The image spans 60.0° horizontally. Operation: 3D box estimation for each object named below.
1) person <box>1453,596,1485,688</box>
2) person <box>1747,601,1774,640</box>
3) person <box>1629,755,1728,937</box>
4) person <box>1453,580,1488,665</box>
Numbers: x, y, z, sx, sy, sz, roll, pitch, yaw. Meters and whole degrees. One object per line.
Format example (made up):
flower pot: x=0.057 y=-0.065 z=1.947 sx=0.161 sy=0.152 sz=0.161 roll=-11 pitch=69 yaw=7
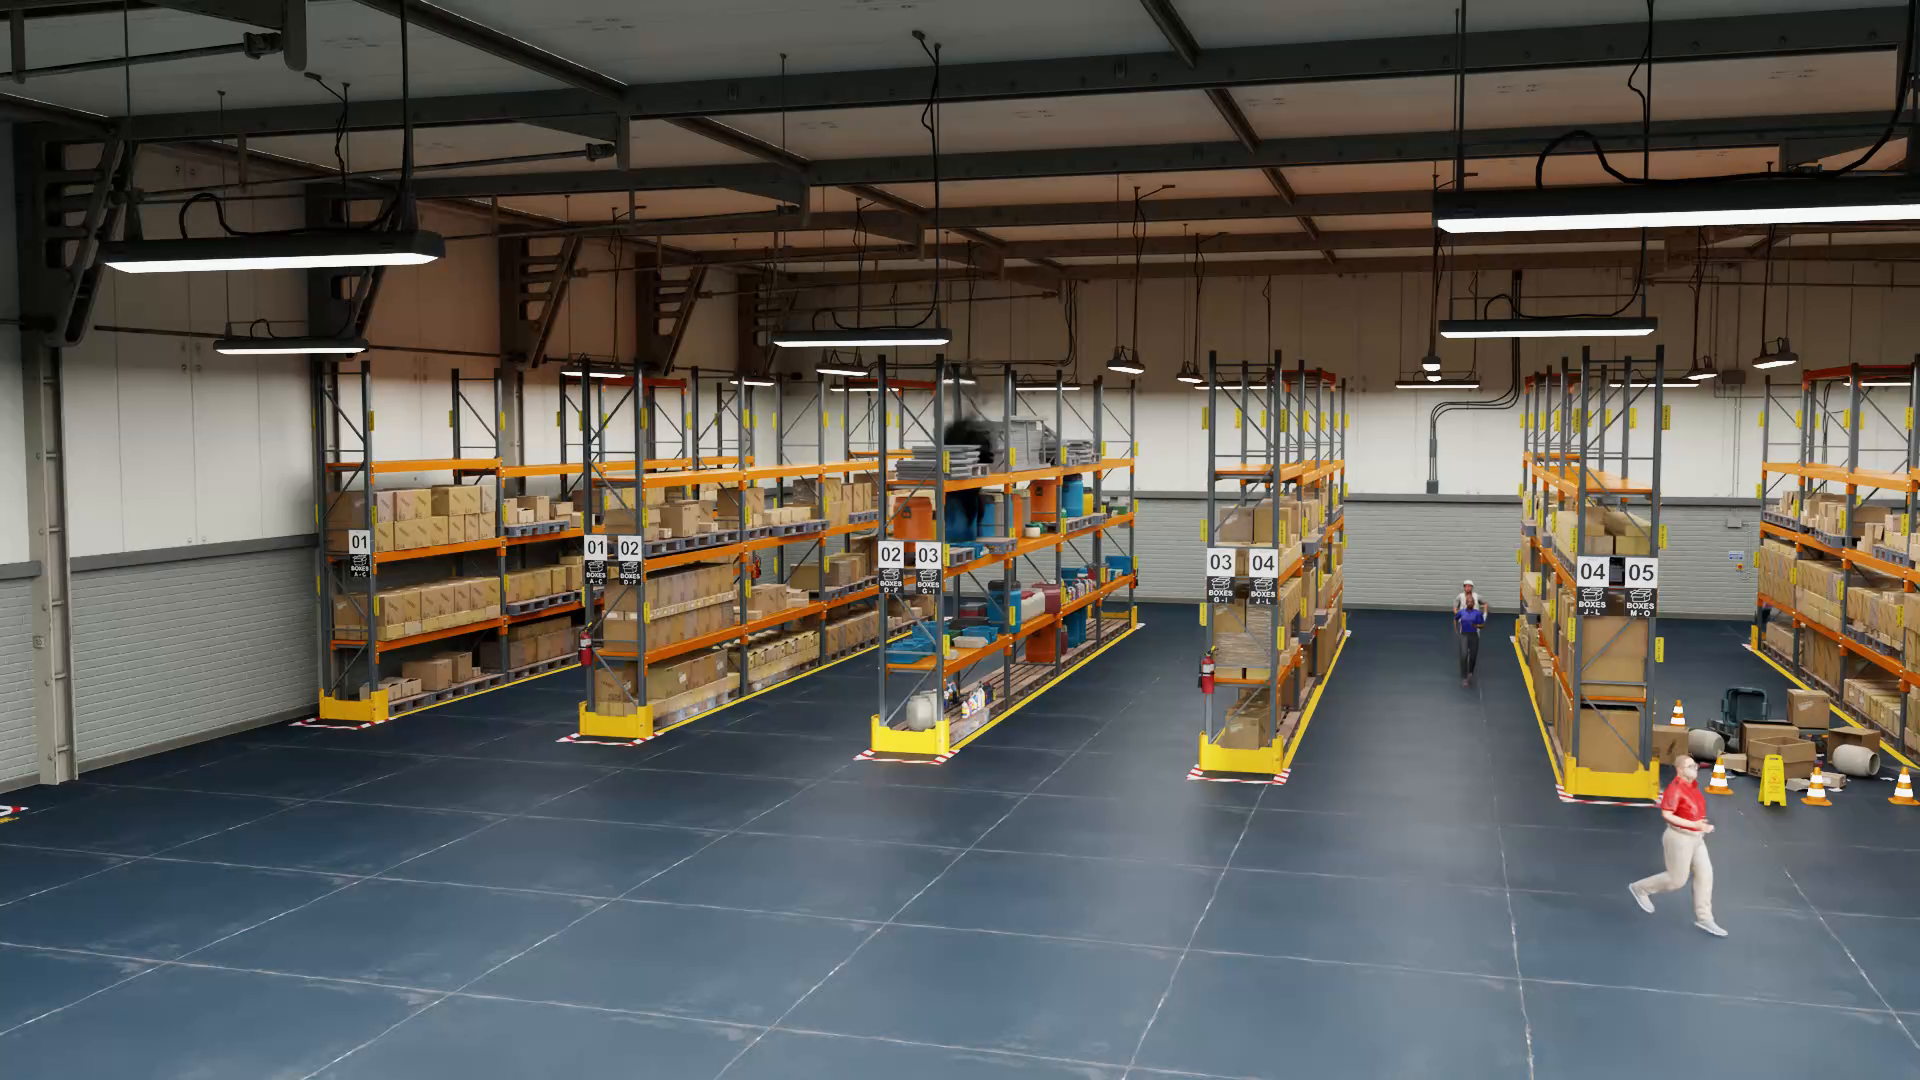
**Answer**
person: x=9.659 y=1.955 z=31.567 sx=0.559 sy=1.590 sz=0.869 roll=1 pitch=4 yaw=12
person: x=18.233 y=1.534 z=37.642 sx=0.811 sy=1.550 sz=0.601 roll=3 pitch=5 yaw=38
person: x=7.117 y=2.979 z=16.416 sx=0.664 sy=1.737 sz=0.944 roll=-4 pitch=5 yaw=-42
person: x=10.359 y=1.717 z=33.792 sx=0.670 sy=1.812 sz=0.755 roll=2 pitch=4 yaw=22
